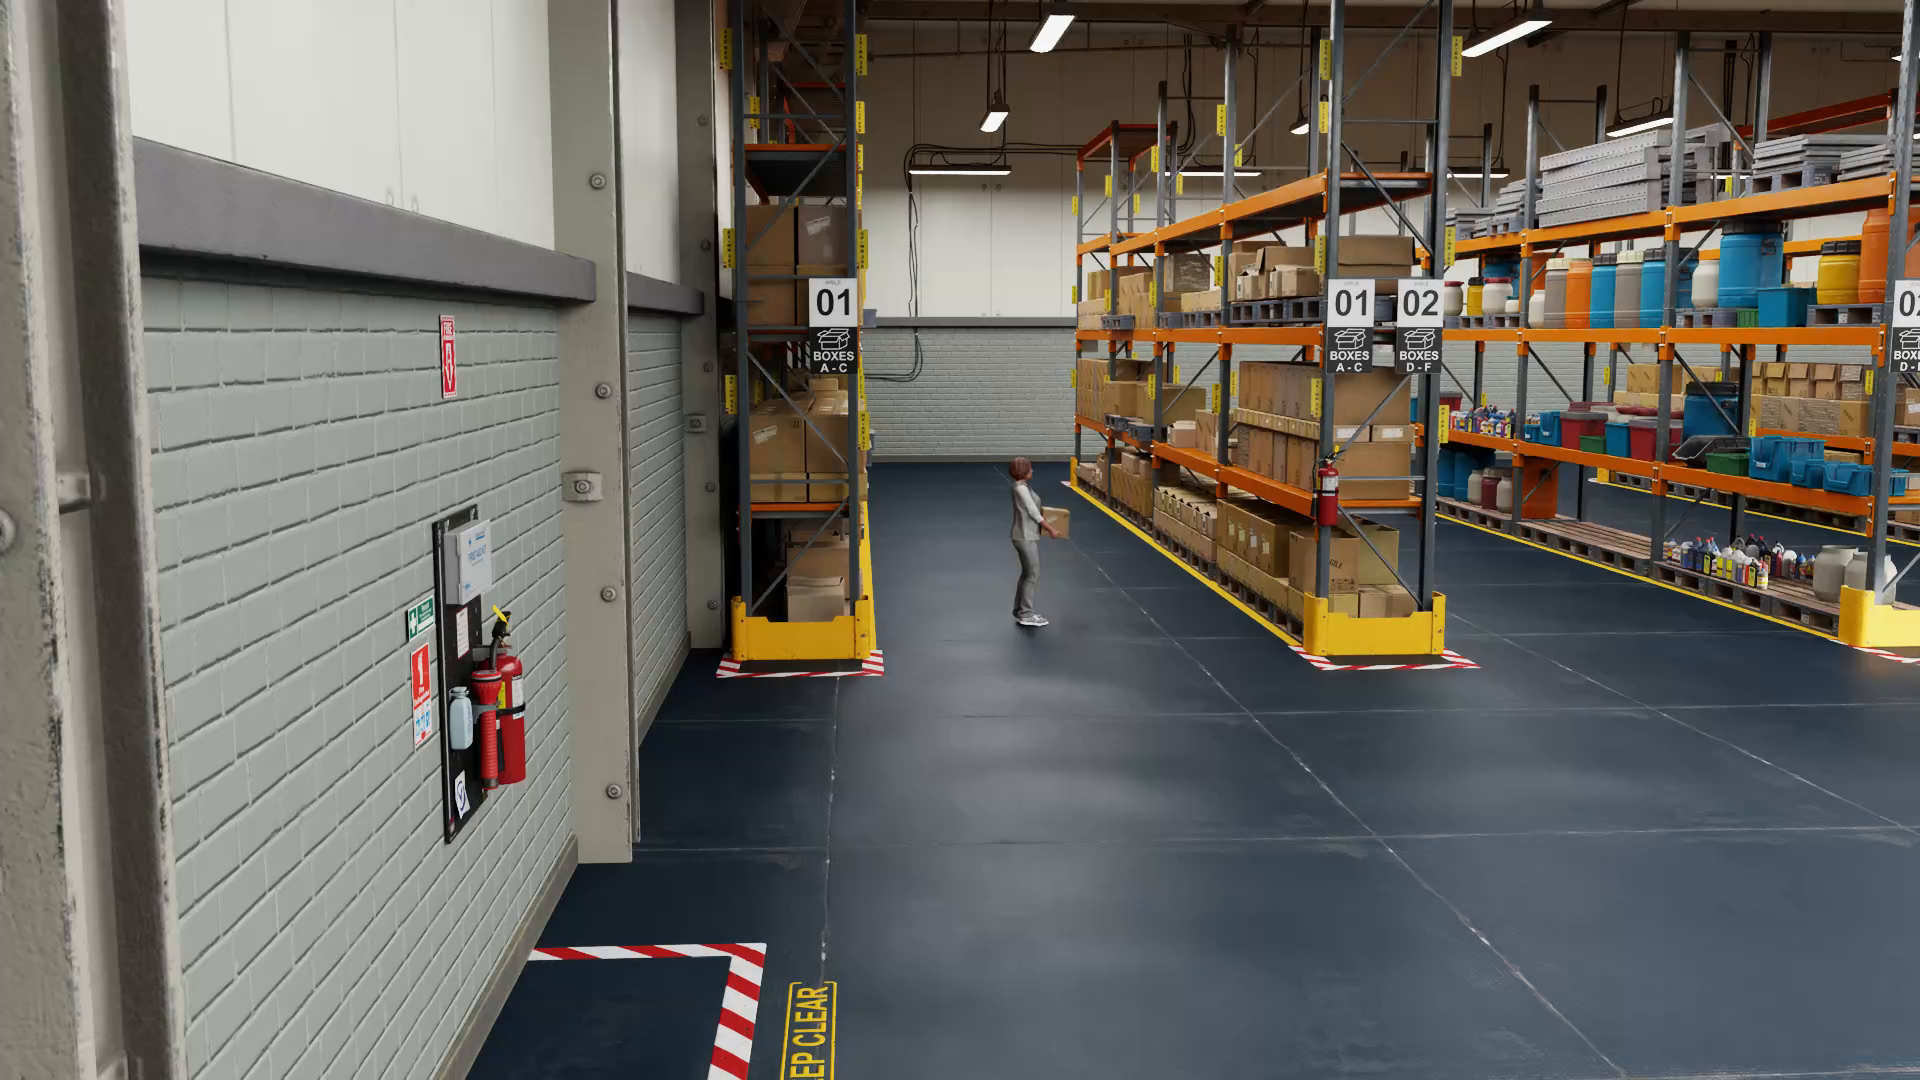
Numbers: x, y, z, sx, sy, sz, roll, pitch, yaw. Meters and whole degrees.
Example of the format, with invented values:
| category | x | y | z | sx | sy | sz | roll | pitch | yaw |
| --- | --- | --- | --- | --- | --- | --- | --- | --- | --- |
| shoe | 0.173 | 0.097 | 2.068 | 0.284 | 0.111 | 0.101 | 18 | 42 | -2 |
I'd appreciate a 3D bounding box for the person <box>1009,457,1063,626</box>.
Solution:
| category | x | y | z | sx | sy | sz | roll | pitch | yaw |
| --- | --- | --- | --- | --- | --- | --- | --- | --- | --- |
| person | 0.709 | 0.008 | 15.761 | 0.500 | 1.589 | 0.405 | 0 | 7 | -3 |
